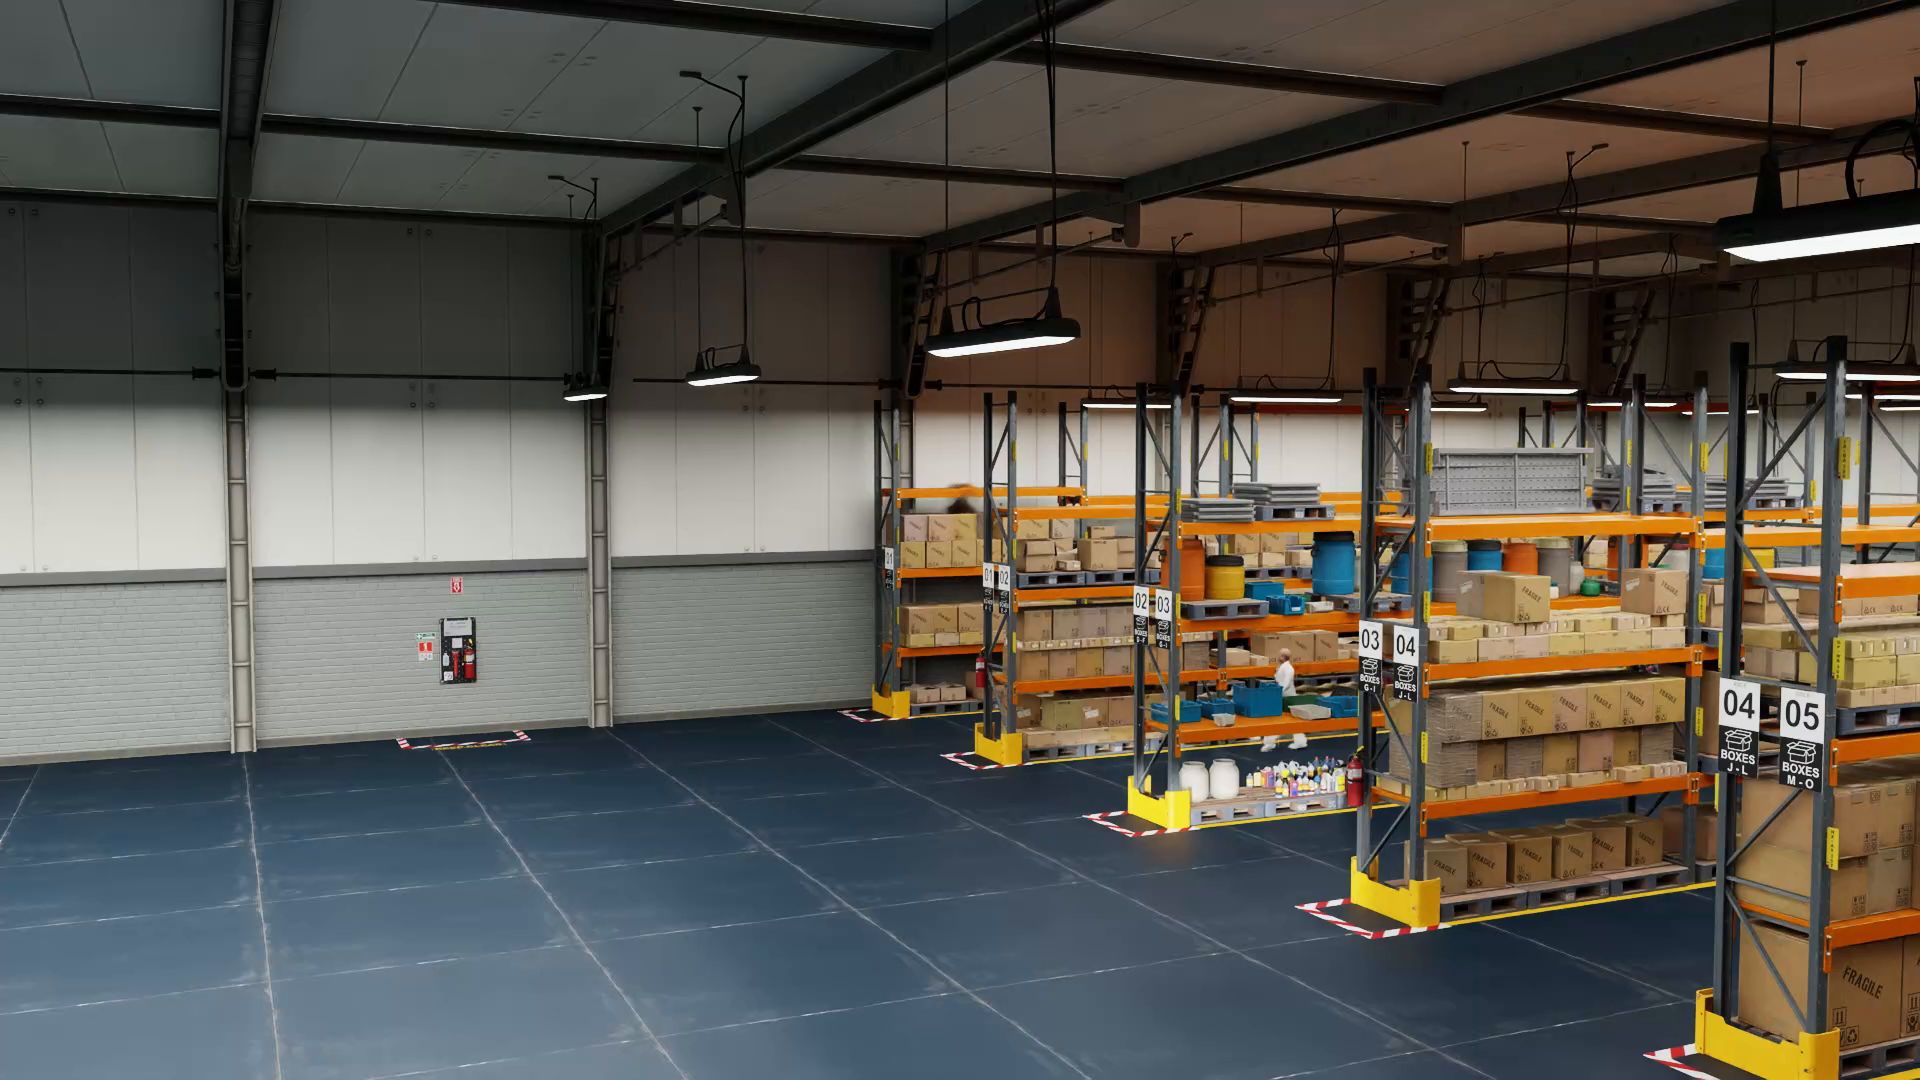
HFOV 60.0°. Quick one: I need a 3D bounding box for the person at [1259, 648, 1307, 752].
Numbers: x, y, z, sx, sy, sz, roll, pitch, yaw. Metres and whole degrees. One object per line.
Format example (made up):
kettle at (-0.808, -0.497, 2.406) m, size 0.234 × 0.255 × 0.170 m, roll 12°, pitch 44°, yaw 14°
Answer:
person at (5.446, 2.716, 27.867) m, size 0.942 × 1.816 × 0.562 m, roll -1°, pitch 4°, yaw -24°
